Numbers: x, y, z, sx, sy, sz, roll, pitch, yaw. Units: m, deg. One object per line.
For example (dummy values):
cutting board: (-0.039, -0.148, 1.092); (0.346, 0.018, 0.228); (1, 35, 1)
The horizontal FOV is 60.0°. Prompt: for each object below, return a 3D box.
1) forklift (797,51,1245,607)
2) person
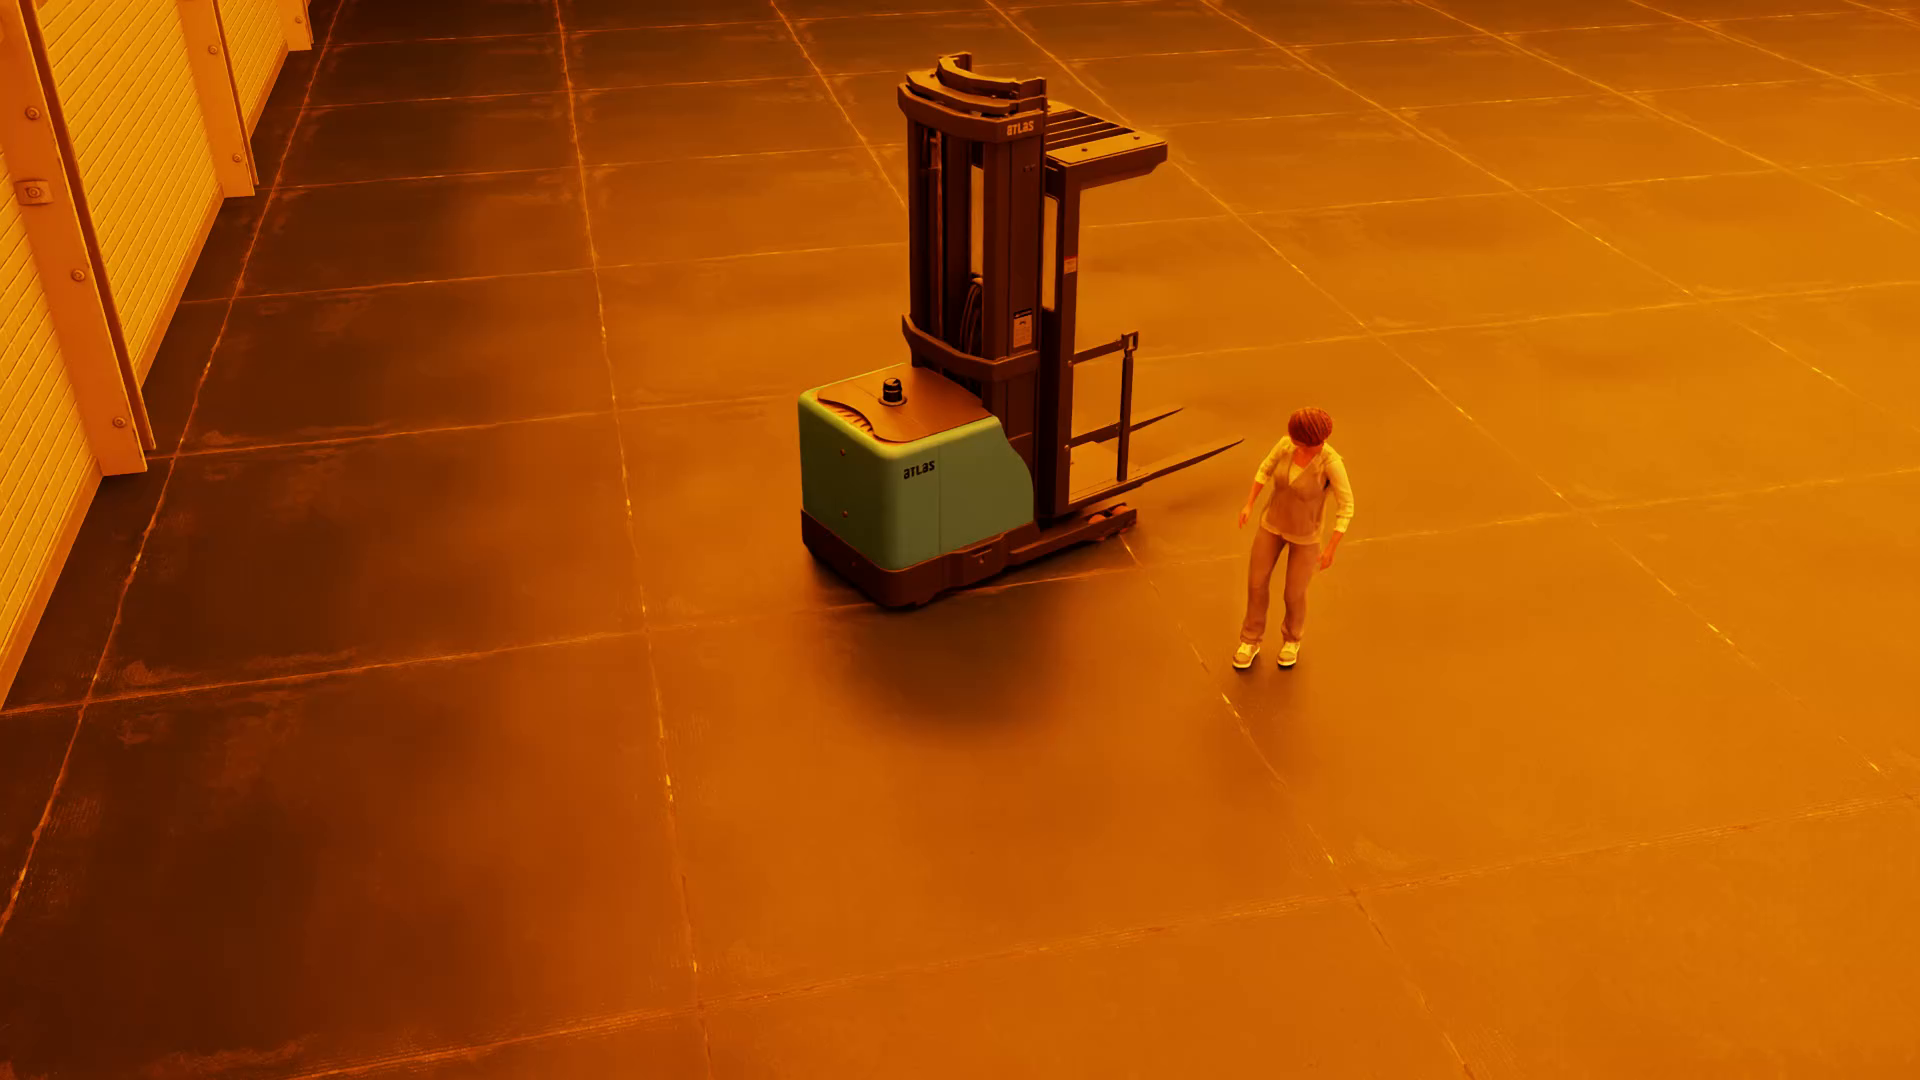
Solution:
forklift: (0.510, -1.454, 10.086); (3.031, 2.935, 1.130); (-20, 36, -31)
person: (1.769, -0.010, 8.944); (0.618, 1.583, 0.449); (20, 36, 30)
